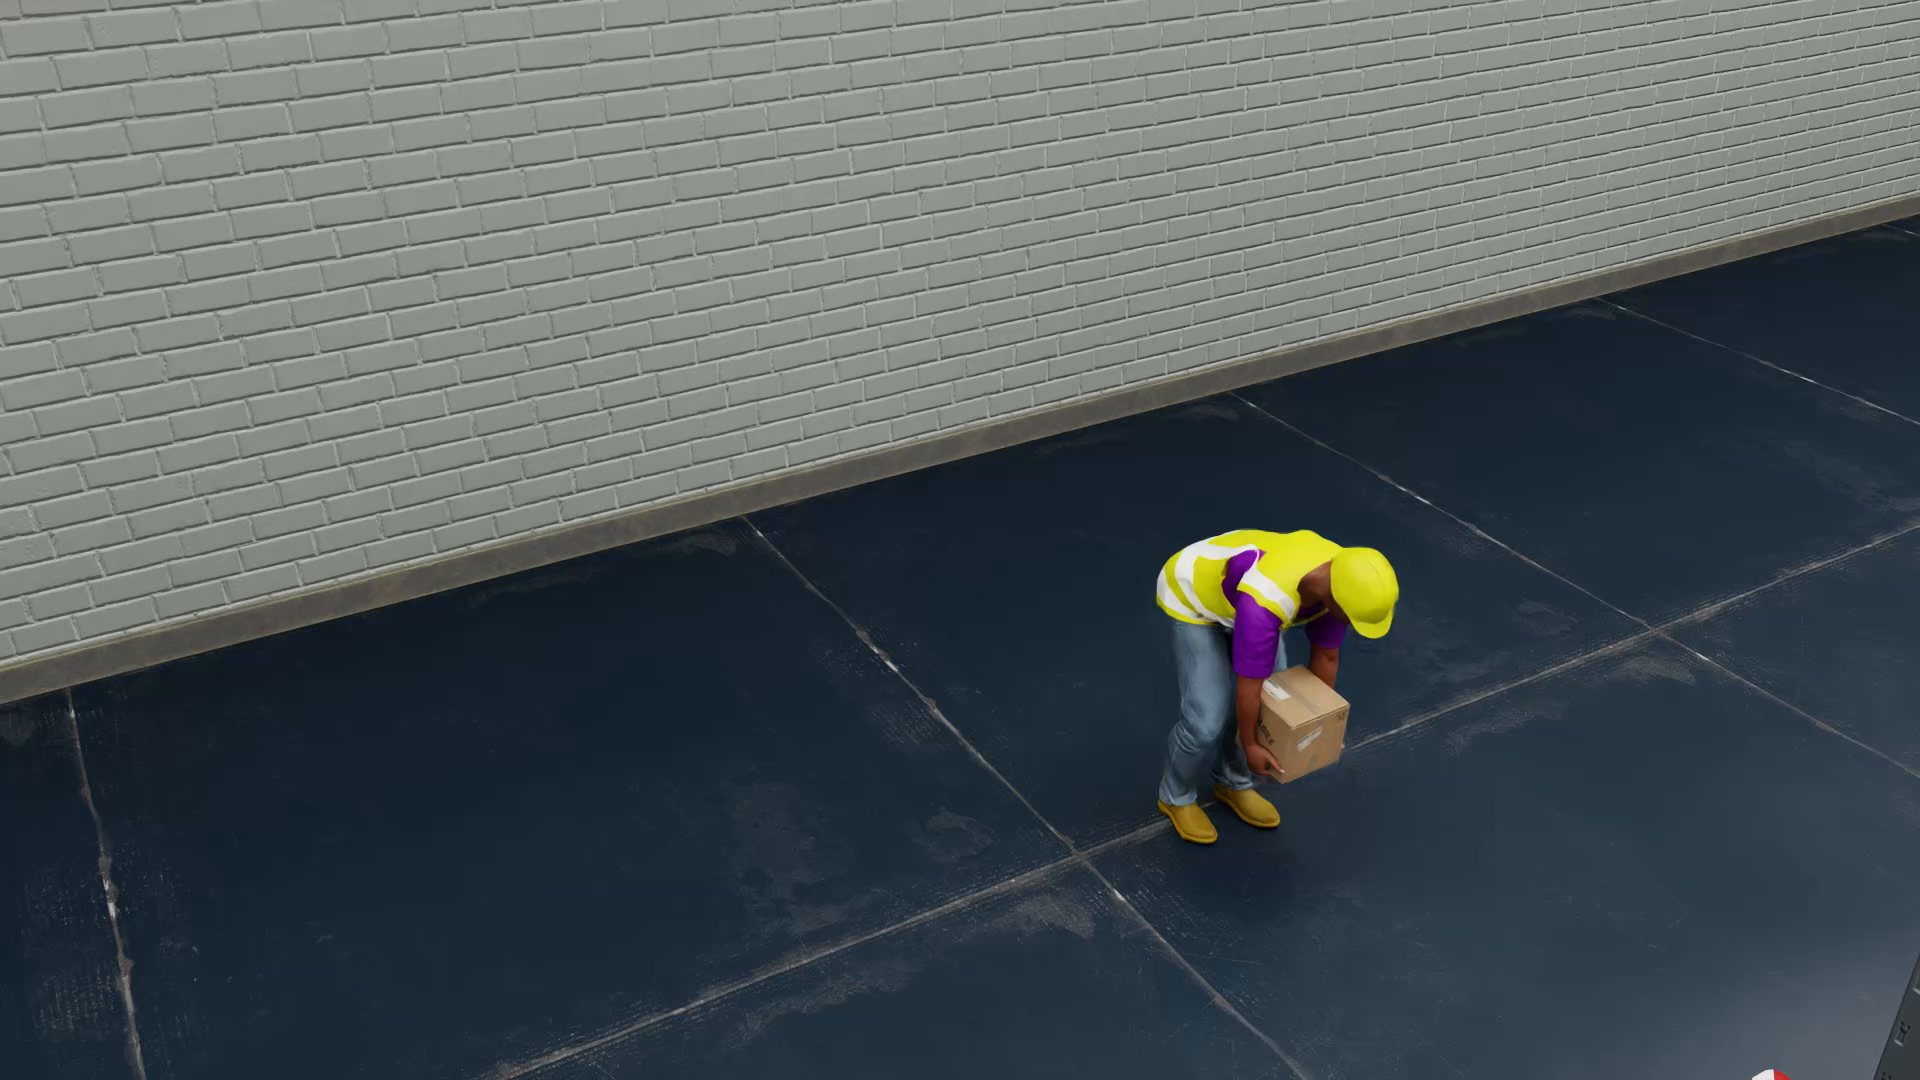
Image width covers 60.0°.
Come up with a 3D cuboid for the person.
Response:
[{"bbox_3d":[1.059,0.486,5.642,0.473,1.355,0.918,-17,33,-28],"label":"person"}]
